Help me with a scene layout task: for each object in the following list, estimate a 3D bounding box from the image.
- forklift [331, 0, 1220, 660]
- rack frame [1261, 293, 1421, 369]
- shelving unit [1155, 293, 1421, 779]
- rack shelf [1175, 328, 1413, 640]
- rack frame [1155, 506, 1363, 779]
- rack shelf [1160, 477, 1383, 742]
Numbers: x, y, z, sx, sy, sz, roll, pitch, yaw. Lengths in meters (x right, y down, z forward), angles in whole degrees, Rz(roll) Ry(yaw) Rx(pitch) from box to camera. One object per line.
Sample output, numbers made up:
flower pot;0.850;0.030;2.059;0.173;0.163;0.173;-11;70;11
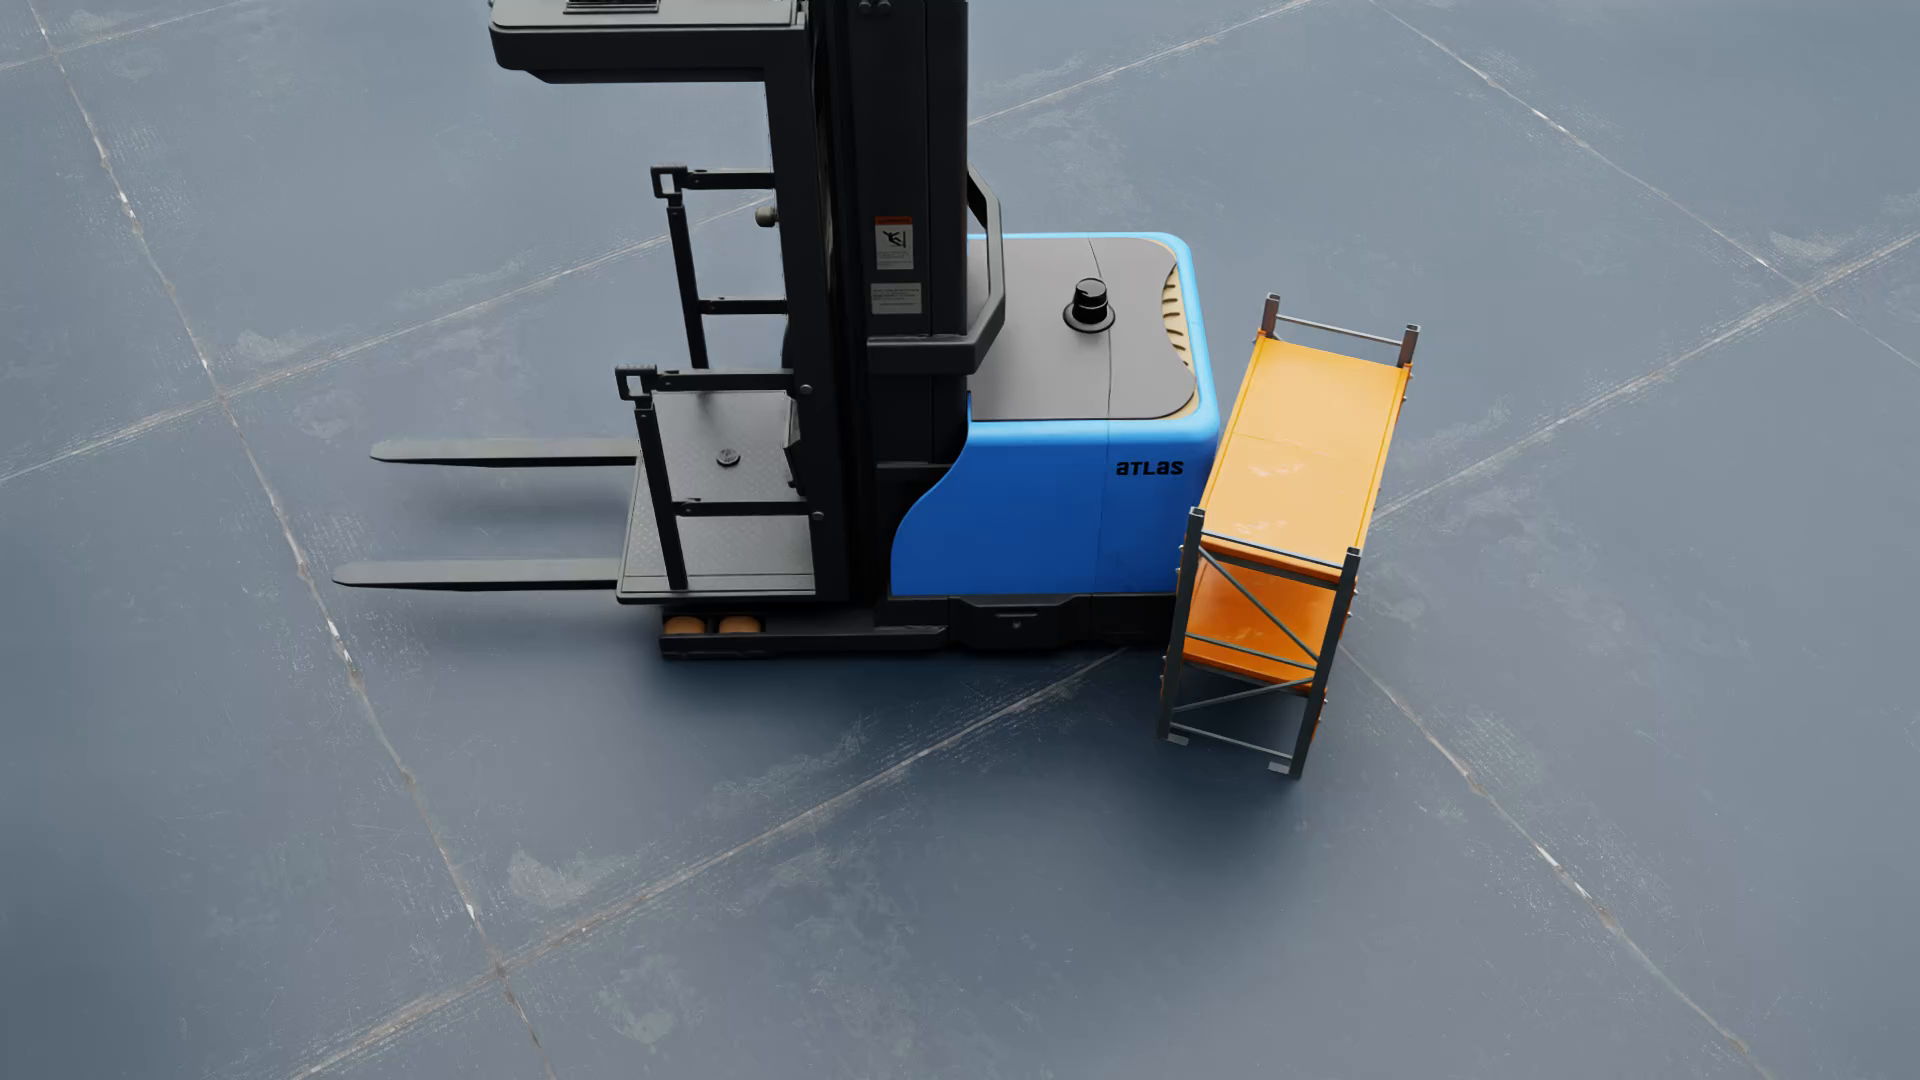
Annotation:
forklift;-0.696;-0.953;5.136;3.031;2.935;1.130;-1;48;-1
rack frame;1.244;-0.366;5.823;0.500;1.125;0.032;15;50;13
shelving unit;1.074;-0.009;5.505;0.538;1.125;1.048;15;50;13
rack shelf;1.074;-0.203;5.286;0.538;0.278;1.000;15;50;13
rack frame;0.904;0.349;5.186;0.500;1.125;0.032;15;50;13
rack shelf;1.074;0.154;5.687;0.538;0.278;1.000;15;50;13
